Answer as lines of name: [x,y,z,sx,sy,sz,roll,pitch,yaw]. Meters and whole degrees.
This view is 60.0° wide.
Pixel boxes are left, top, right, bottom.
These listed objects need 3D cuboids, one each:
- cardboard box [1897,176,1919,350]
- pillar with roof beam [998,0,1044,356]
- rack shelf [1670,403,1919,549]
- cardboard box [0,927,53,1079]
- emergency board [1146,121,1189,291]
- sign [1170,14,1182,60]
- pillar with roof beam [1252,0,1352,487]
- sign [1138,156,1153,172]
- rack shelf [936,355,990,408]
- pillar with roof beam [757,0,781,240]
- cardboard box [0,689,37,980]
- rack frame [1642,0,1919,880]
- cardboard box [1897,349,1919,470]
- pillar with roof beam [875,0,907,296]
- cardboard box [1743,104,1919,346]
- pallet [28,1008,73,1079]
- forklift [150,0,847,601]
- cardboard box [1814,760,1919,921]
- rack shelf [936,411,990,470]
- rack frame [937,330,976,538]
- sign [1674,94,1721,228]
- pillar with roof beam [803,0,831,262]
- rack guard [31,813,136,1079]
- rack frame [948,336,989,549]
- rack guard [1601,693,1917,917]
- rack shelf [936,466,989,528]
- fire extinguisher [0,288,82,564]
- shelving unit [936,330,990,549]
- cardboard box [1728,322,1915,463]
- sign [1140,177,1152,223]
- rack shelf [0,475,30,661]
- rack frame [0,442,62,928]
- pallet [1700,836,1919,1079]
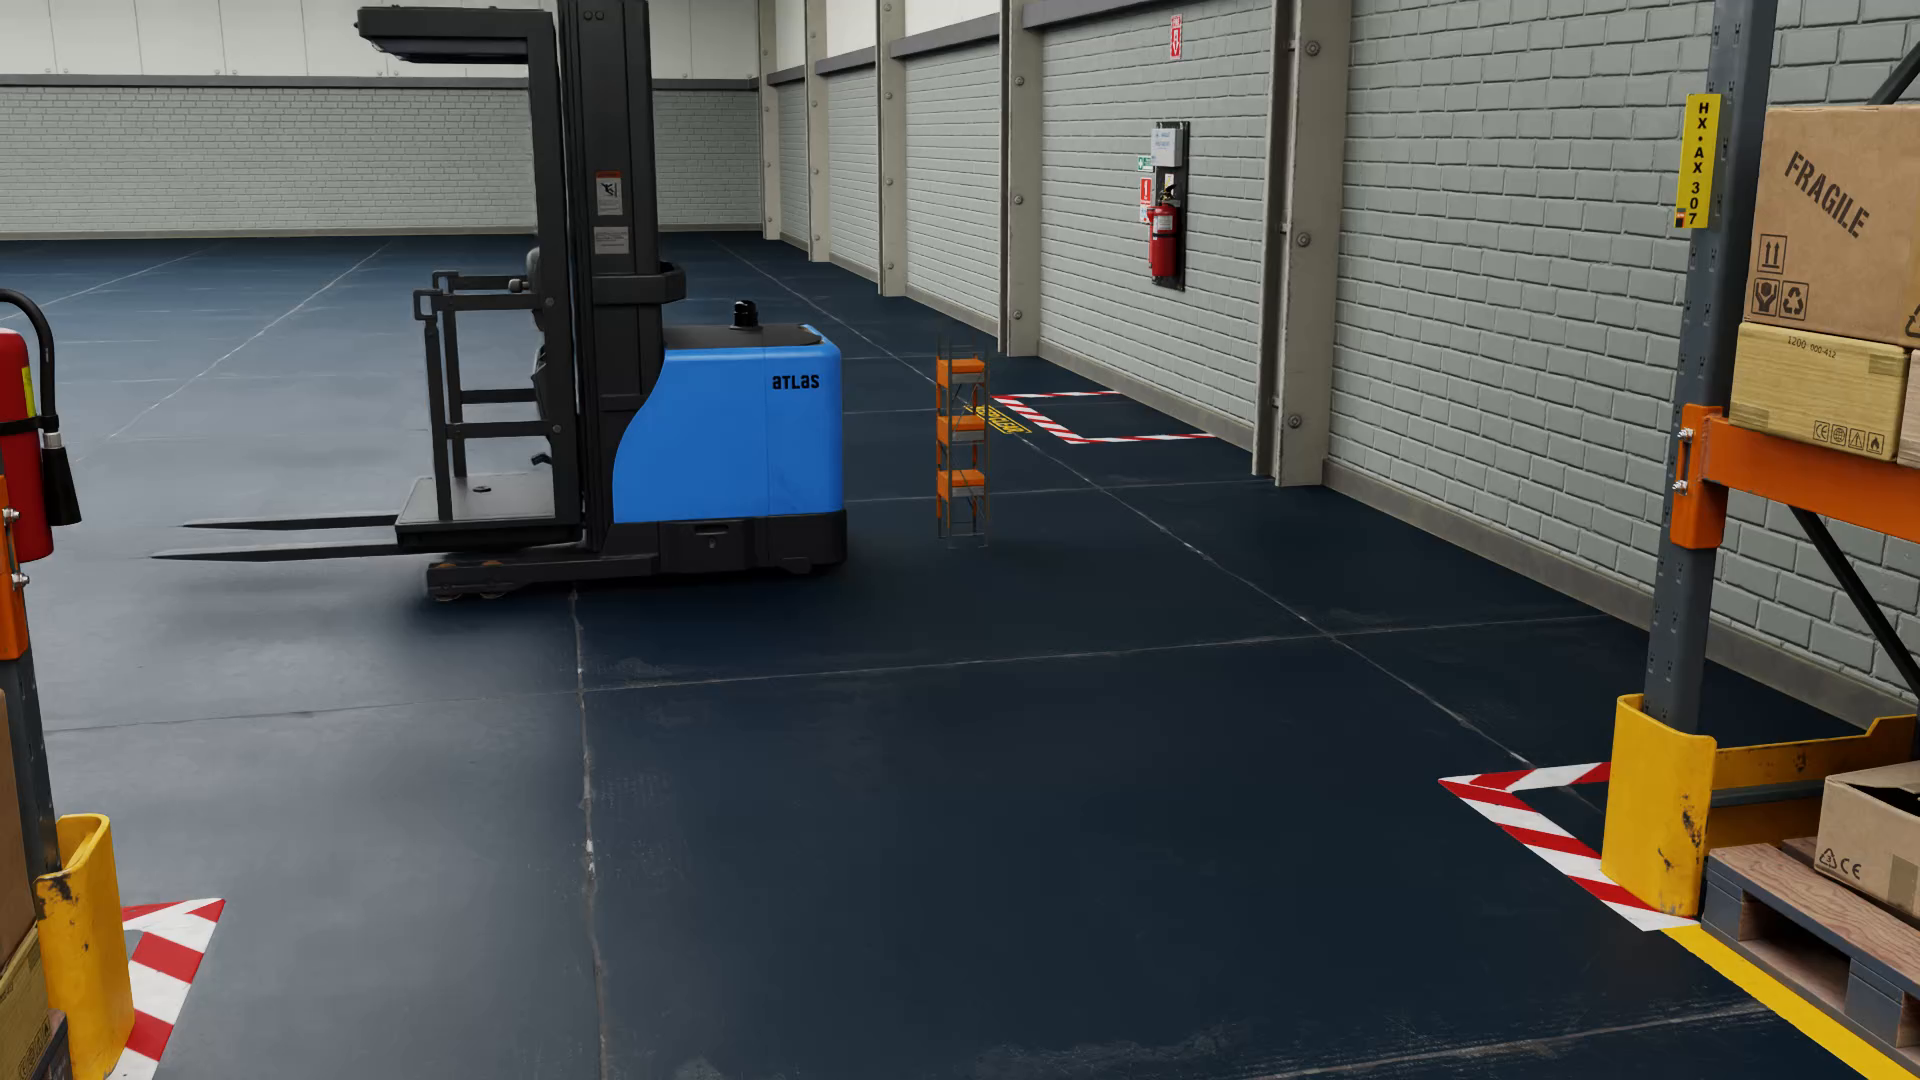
cardboard box: [2.293,-0.612,3.307,0.500,0.500,0.500,-3,14,-13]
pillar with roof beam: [-3.631,-5.882,13.542,9.100,9.000,0.400,-3,14,-13]
rack shelf: [2.837,0.258,2.565,1.077,0.370,4.000,-3,14,-13]
cardboard box: [-2.034,0.963,3.072,0.500,0.250,0.500,-3,14,-13]
emergency board: [1.420,-2.396,11.913,0.194,1.169,0.643,-3,14,-13]
sign: [1.515,-3.529,11.668,0.001,0.298,0.199,-3,14,-13]
pillar with roof beam: [-2.222,-4.498,7.876,9.100,9.000,0.400,-3,14,-13]
sign: [1.383,-2.802,12.385,0.001,0.109,0.331,-3,14,-13]
rack shelf: [0.013,-0.763,8.187,0.215,0.259,0.240,-3,14,-13]
pillar with roof beam: [-7.858,-10.034,30.539,9.100,9.000,0.400,-3,14,-13]
cardboard box: [-2.032,0.599,2.984,0.500,0.500,0.500,-3,14,-13]
rack frame: [2.367,-0.553,4.369,1.000,3.000,0.127,-3,14,-13]
cardboard box: [2.309,-0.240,3.364,0.500,0.250,0.500,-4,14,-15]
pillar with roof beam: [-5.040,-7.266,19.207,9.100,9.000,0.400,-3,14,-13]
cardboard box: [2.187,-0.727,3.776,0.500,0.500,0.500,-3,14,-13]
pallet: [-2.227,1.253,2.853,1.003,0.211,1.213,-3,14,-13]
forklift: [-2.099,-1.291,7.535,3.031,2.935,1.130,-3,14,-12]
cardboard box: [2.442,0.704,3.962,0.500,0.311,0.500,-5,15,-20]
rack shelf: [0.013,-0.487,8.254,0.215,0.259,0.240,-3,14,-13]
rack frame: [-0.016,-0.526,8.367,0.200,1.050,0.008,-3,14,-13]
sign: [1.840,-0.943,4.142,0.100,0.325,0.005,-3,14,-13]
pillar with roof beam: [-6.449,-8.650,24.873,9.100,9.000,0.400,-3,14,-13]
rack guard: [-2.453,0.933,3.554,1.175,0.500,0.348,-3,14,-13]
rack frame: [0.041,-0.470,8.137,0.200,1.050,0.008,-3,14,-13]
rack guard: [2.385,0.679,4.593,1.175,0.500,0.348,-3,14,-13]
rack shelf: [0.013,-0.217,8.320,0.215,0.259,0.240,-3,14,-13]
fire extinguisher: [-2.024,-0.291,3.462,0.296,0.674,0.183,-3,14,-13]
shelving unit: [0.013,-0.498,8.252,0.215,1.050,0.252,-3,14,-13]
cardboard box: [2.173,-0.359,3.851,0.500,0.250,0.500,-4,14,-15]
sign: [1.390,-2.546,12.454,0.001,0.329,0.234,-3,14,-13]
rack shelf: [-1.978,0.535,1.432,1.077,0.370,4.000,-3,14,-13]
rack frame: [-2.447,-0.276,3.235,1.000,3.000,0.127,-3,14,-13]
pallet: [2.541,1.009,3.853,1.003,0.211,1.213,-3,14,-13]
